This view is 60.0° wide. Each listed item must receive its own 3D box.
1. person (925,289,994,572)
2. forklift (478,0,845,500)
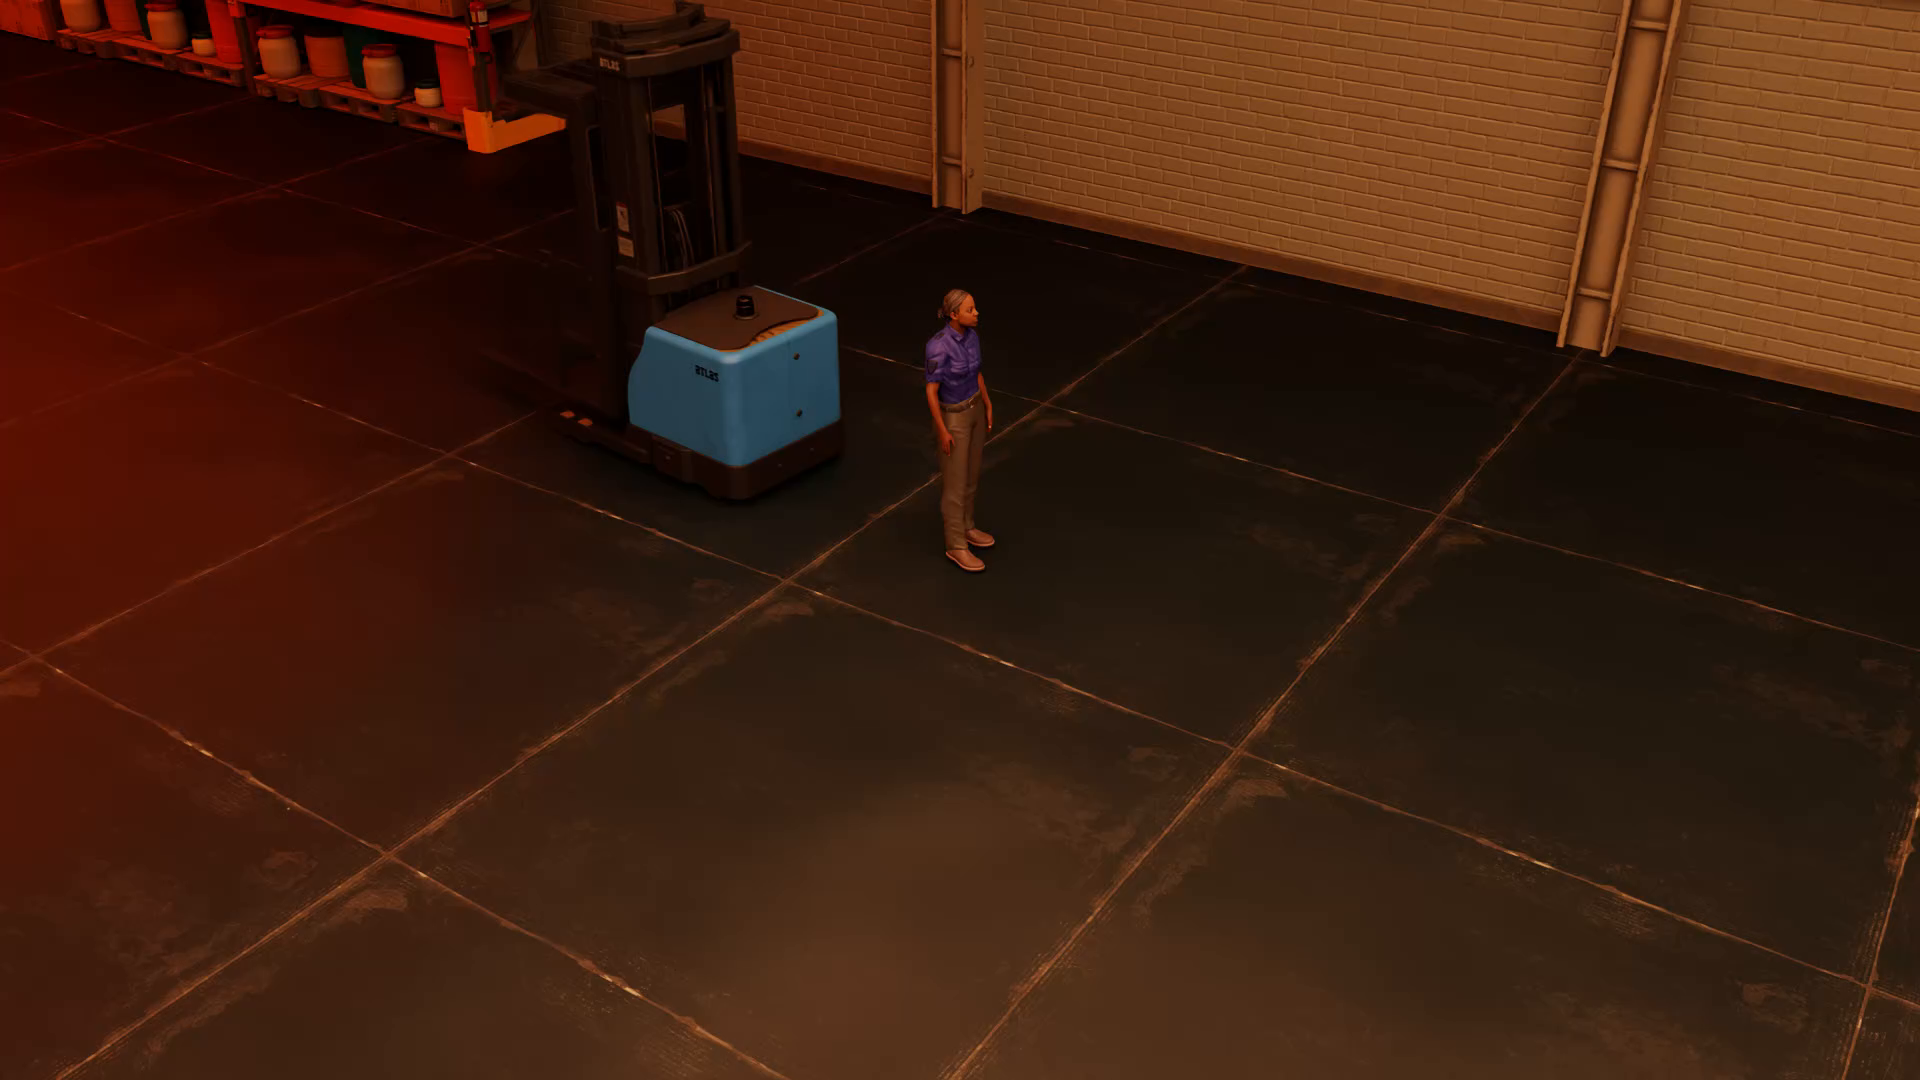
[{"bbox_3d":[0.061,-0.689,10.024,0.504,1.654,0.569,19,35,29],"label":"person"},{"bbox_3d":[-2.249,-2.132,11.252,3.031,2.935,1.130,23,37,34],"label":"forklift"}]
